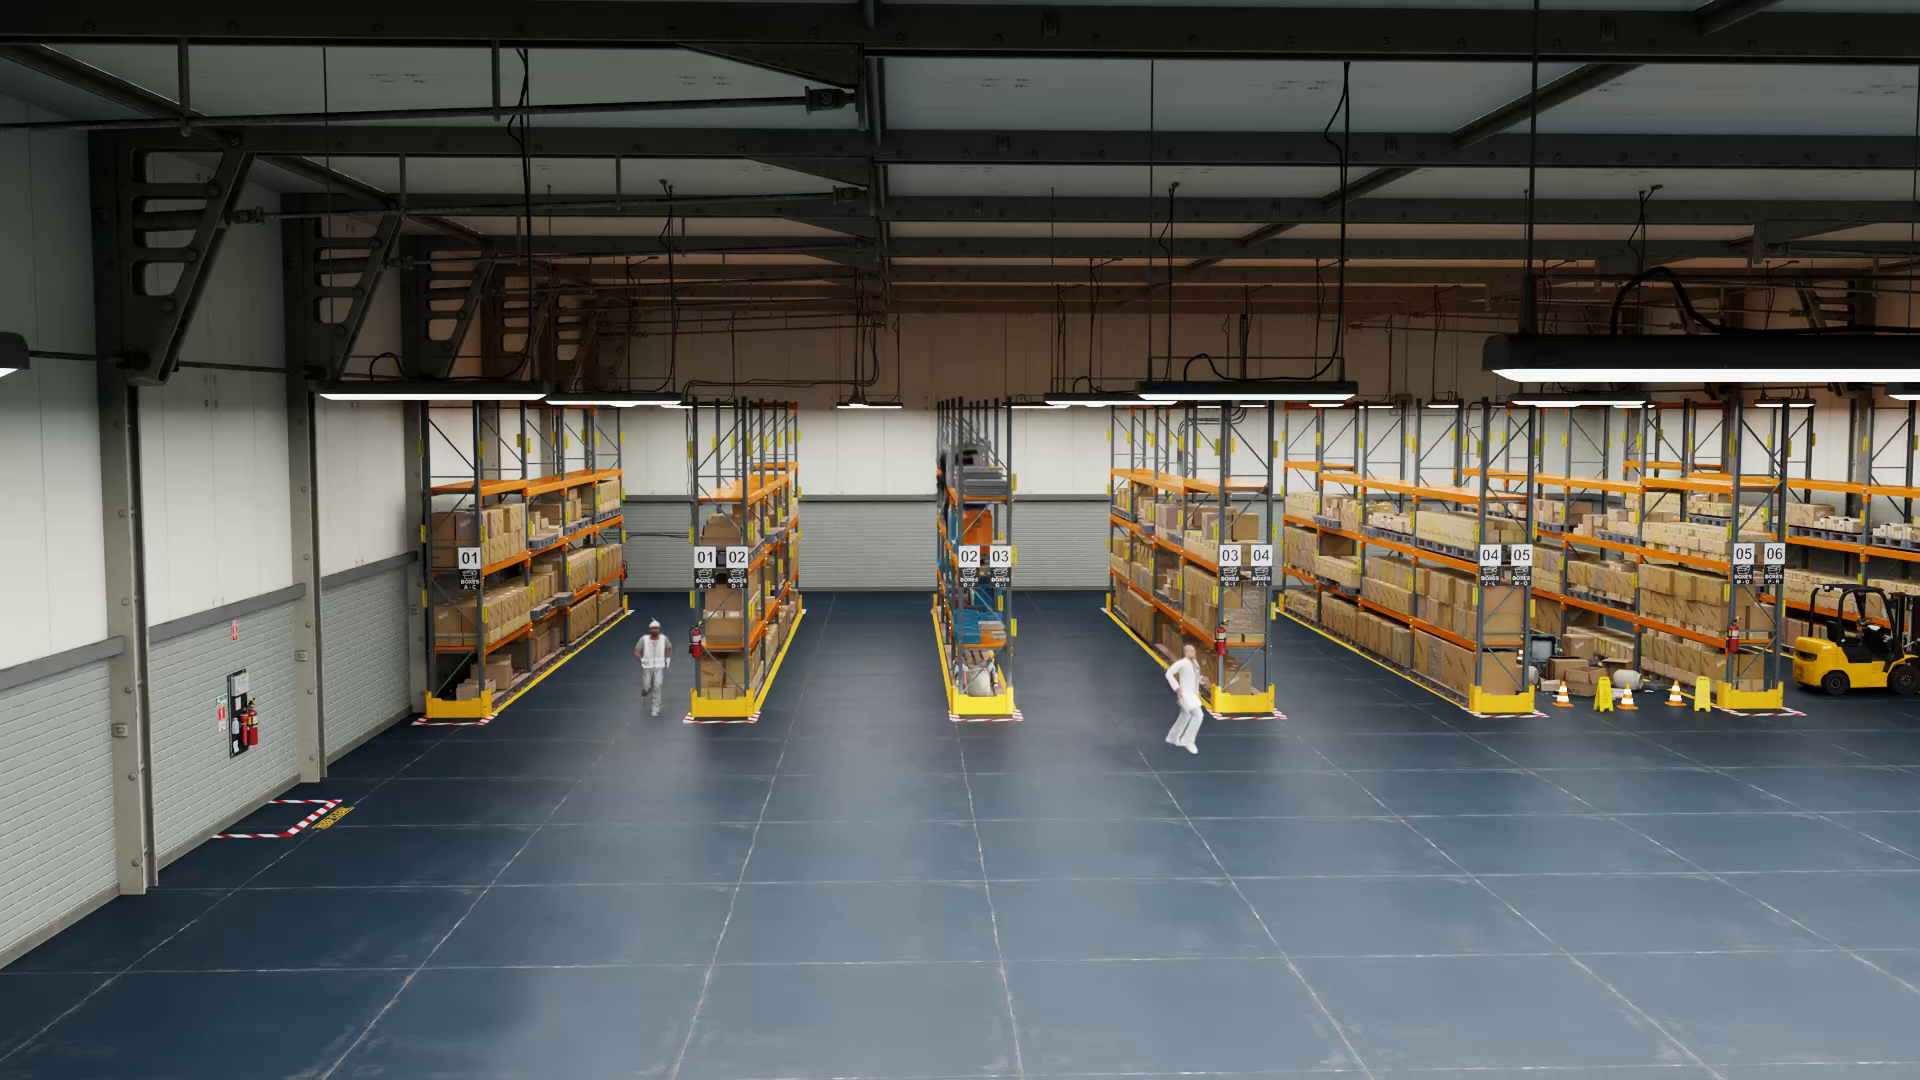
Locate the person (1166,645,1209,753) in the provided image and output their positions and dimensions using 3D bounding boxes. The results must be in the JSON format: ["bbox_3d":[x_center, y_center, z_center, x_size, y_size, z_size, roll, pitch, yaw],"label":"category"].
[{"bbox_3d":[3.854,2.672,28.096,0.776,1.829,0.679,3,5,33],"label":"person"}]

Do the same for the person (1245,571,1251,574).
[{"bbox_3d":[8.010,1.289,46.901,0.645,1.693,0.844,1,5,13],"label":"person"}]

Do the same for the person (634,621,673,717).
[{"bbox_3d":[-5.788,2.414,31.466,0.727,1.773,0.880,-1,5,-17],"label":"person"}]
